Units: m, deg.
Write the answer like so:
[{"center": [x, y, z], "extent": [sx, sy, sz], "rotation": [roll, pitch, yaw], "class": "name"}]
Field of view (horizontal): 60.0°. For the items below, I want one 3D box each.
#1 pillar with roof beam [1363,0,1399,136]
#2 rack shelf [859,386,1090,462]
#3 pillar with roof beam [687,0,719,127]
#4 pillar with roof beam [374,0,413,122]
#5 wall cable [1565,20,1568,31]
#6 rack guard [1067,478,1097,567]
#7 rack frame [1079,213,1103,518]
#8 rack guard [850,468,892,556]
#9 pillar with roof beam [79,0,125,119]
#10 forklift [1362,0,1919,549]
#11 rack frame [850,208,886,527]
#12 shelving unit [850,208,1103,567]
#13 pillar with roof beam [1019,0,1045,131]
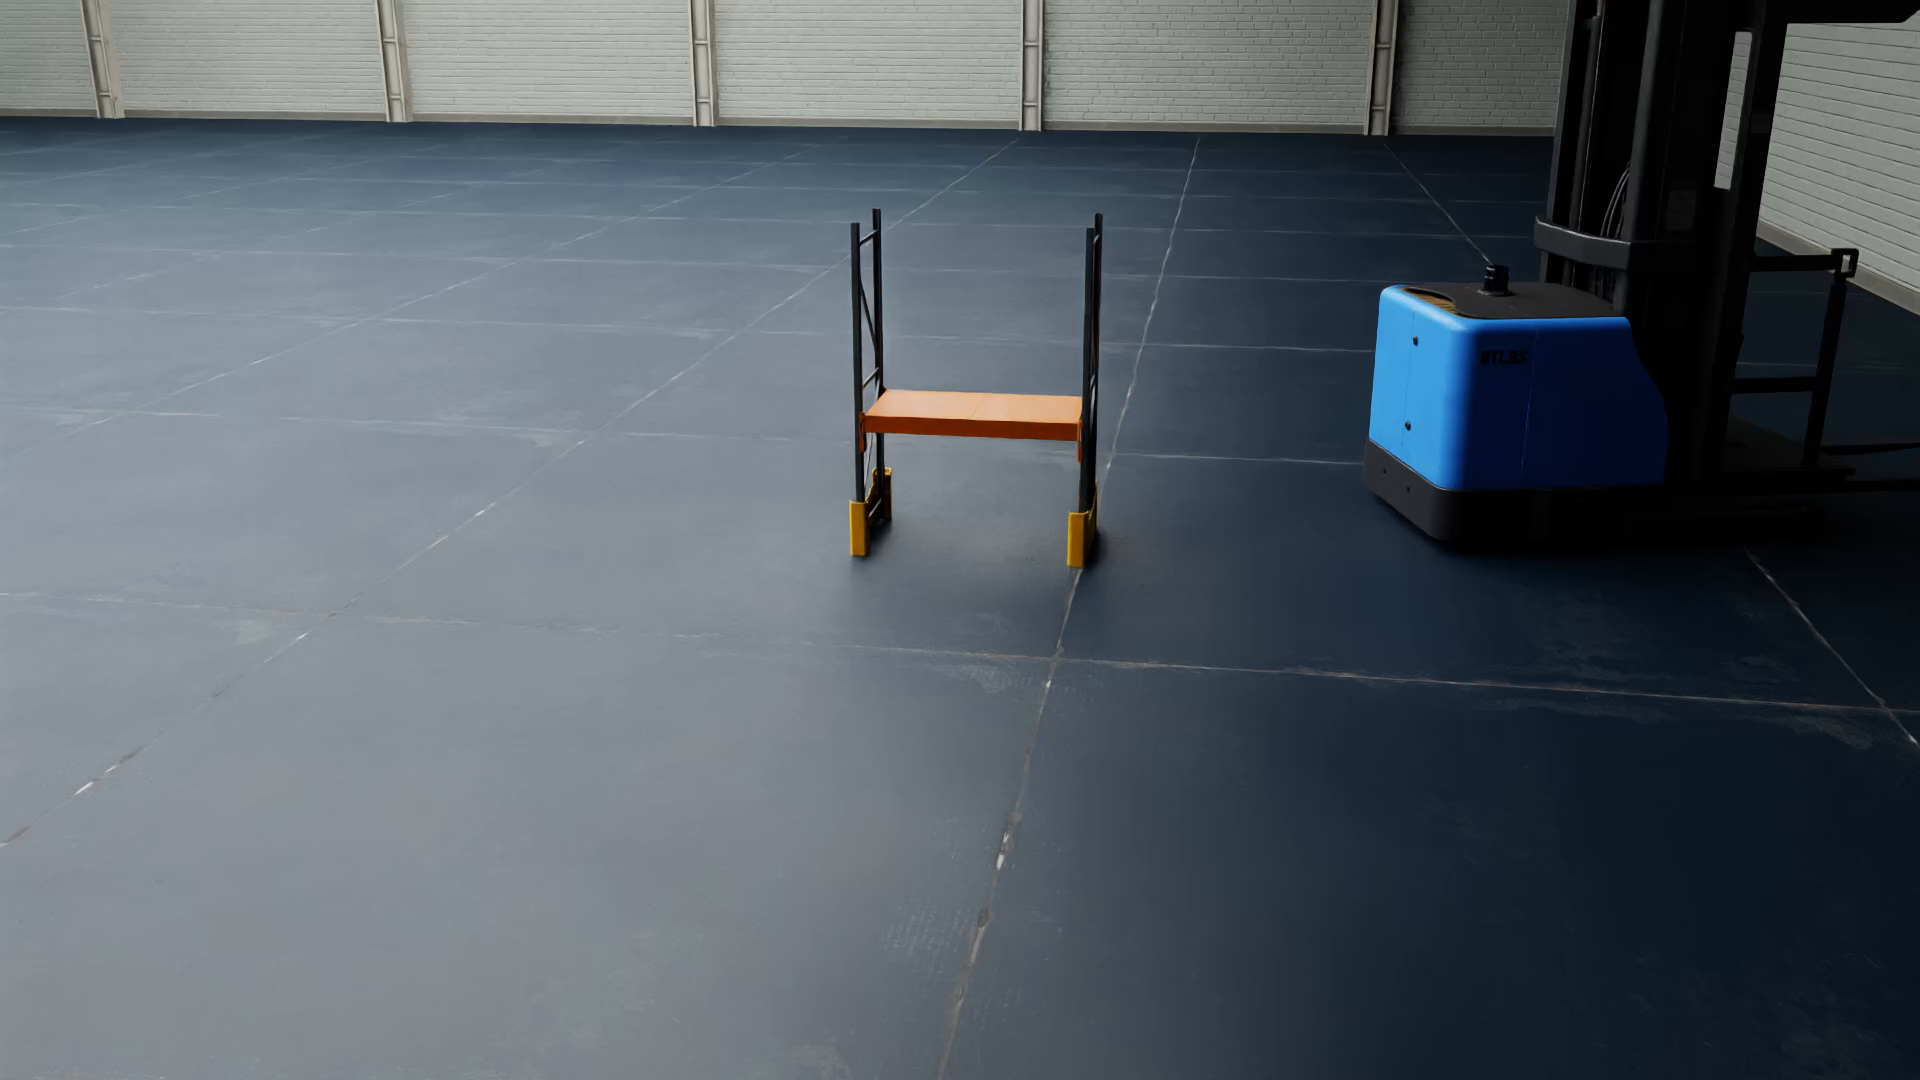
[{"center": [6.505, -9.927, 23.291], "extent": [0.400, 9.000, 9.100], "rotation": [3, 19, 9], "class": "pillar with roof beam"}, {"center": [0.084, -0.536, 7.609], "extent": [1.000, 0.185, 0.538], "rotation": [3, 19, 9], "class": "rack shelf"}, {"center": [-5.343, -10.531, 25.096], "extent": [0.400, 9.000, 9.100], "rotation": [3, 19, 9], "class": "pillar with roof beam"}, {"center": [-11.267, -10.833, 25.998], "extent": [0.400, 9.000, 9.100], "rotation": [3, 19, 9], "class": "pillar with roof beam"}, {"center": [9.887, -9.241, 26.133], "extent": [0.112, 2.526, 3.097], "rotation": [3, 19, 9], "class": "wall cable"}, {"center": [0.567, -0.090, 7.677], "extent": [0.087, 0.250, 0.587], "rotation": [3, 19, 9], "class": "rack guard"}, {"center": [0.586, -0.681, 7.476], "extent": [0.032, 1.500, 0.500], "rotation": [3, 19, 9], "class": "rack frame"}, {"center": [-0.416, -0.140, 7.827], "extent": [0.087, 0.250, 0.587], "rotation": [3, 19, 9], "class": "rack guard"}, {"center": [-17.191, -11.135, 26.901], "extent": [0.400, 9.000, 9.100], "rotation": [3, 19, 9], "class": "pillar with roof beam"}, {"center": [3.601, -1.536, 7.774], "extent": [3.031, 2.935, 1.130], "rotation": [-2, 19, -7], "class": "forklift"}, {"center": [-0.418, -0.733, 7.629], "extent": [0.032, 1.500, 0.500], "rotation": [3, 19, 9], "class": "rack frame"}, {"center": [0.075, -0.707, 7.554], "extent": [1.083, 1.500, 0.587], "rotation": [3, 19, 9], "class": "shelving unit"}, {"center": [0.581, -10.229, 24.193], "extent": [0.400, 9.000, 9.100], "rotation": [3, 19, 9], "class": "pillar with roof beam"}]
